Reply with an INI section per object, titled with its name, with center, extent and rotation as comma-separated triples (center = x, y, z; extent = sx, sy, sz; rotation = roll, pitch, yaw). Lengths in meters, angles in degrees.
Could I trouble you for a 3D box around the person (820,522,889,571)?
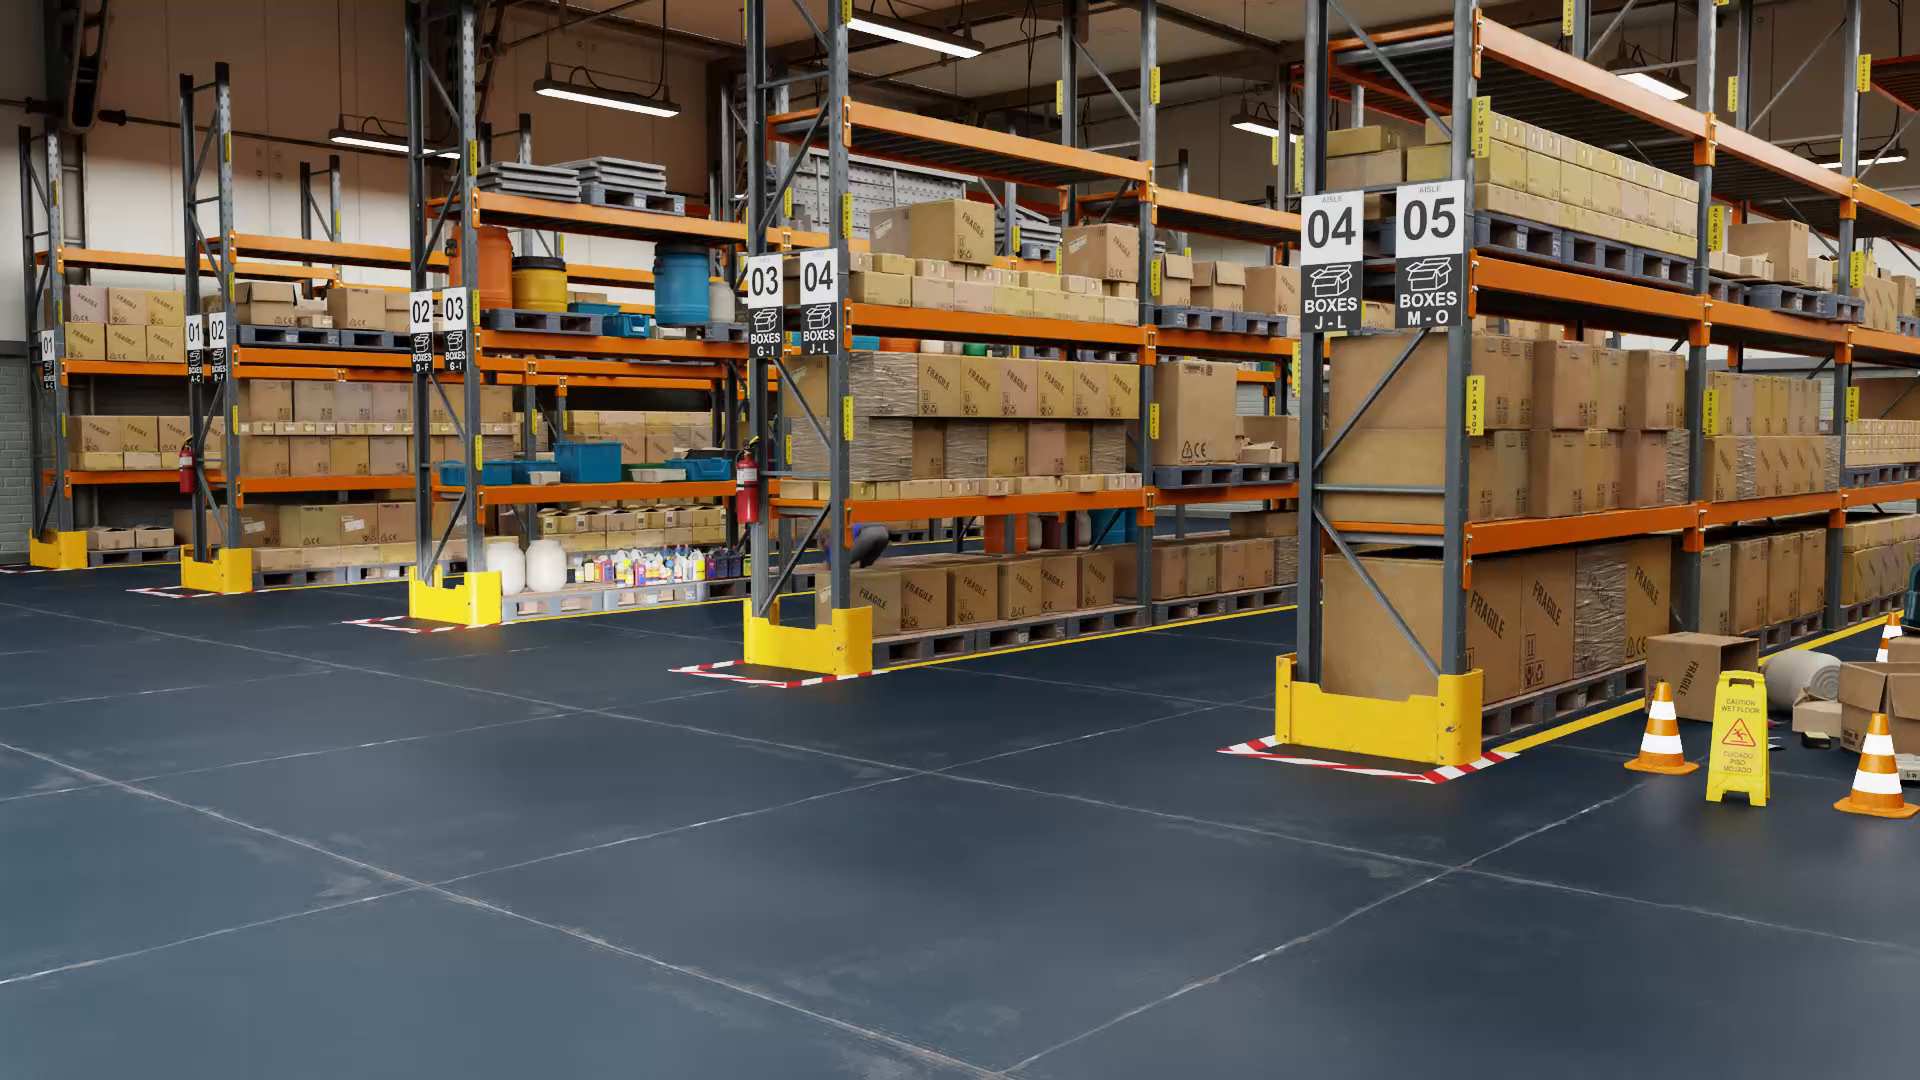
[person]
center = -1.148, 0.241, 17.682
extent = 0.870, 0.904, 0.445
rotation = 3, 5, 38
